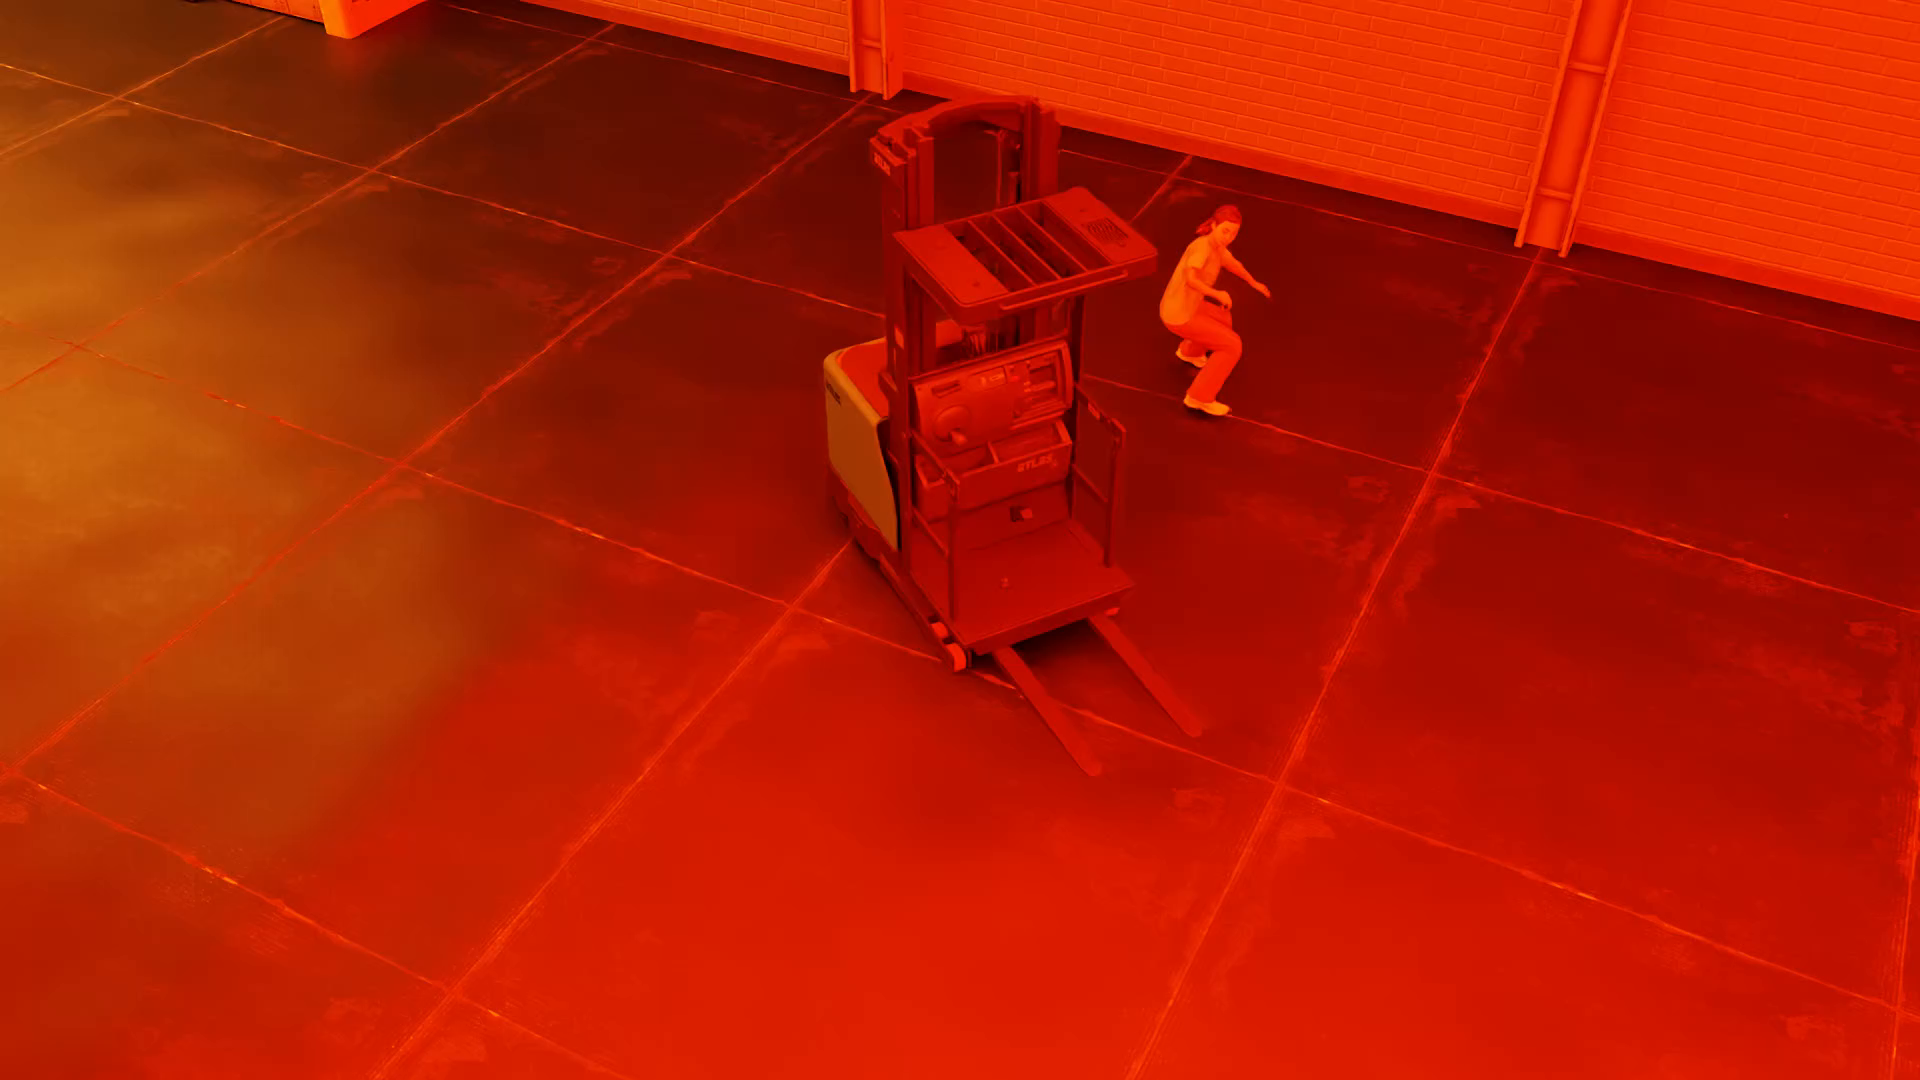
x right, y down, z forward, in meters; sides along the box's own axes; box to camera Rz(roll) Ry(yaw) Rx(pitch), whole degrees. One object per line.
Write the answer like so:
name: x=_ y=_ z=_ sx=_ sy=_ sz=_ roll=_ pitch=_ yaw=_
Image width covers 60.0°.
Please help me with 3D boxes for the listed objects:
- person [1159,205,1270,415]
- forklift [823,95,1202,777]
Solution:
person: x=1.703 y=-1.558 z=11.056 sx=0.749 sy=1.434 sz=0.771 roll=4 pitch=40 yaw=5
forklift: x=0.287 y=-0.708 z=8.827 sx=1.130 sy=2.935 sz=3.031 roll=-18 pitch=43 yaw=-20
